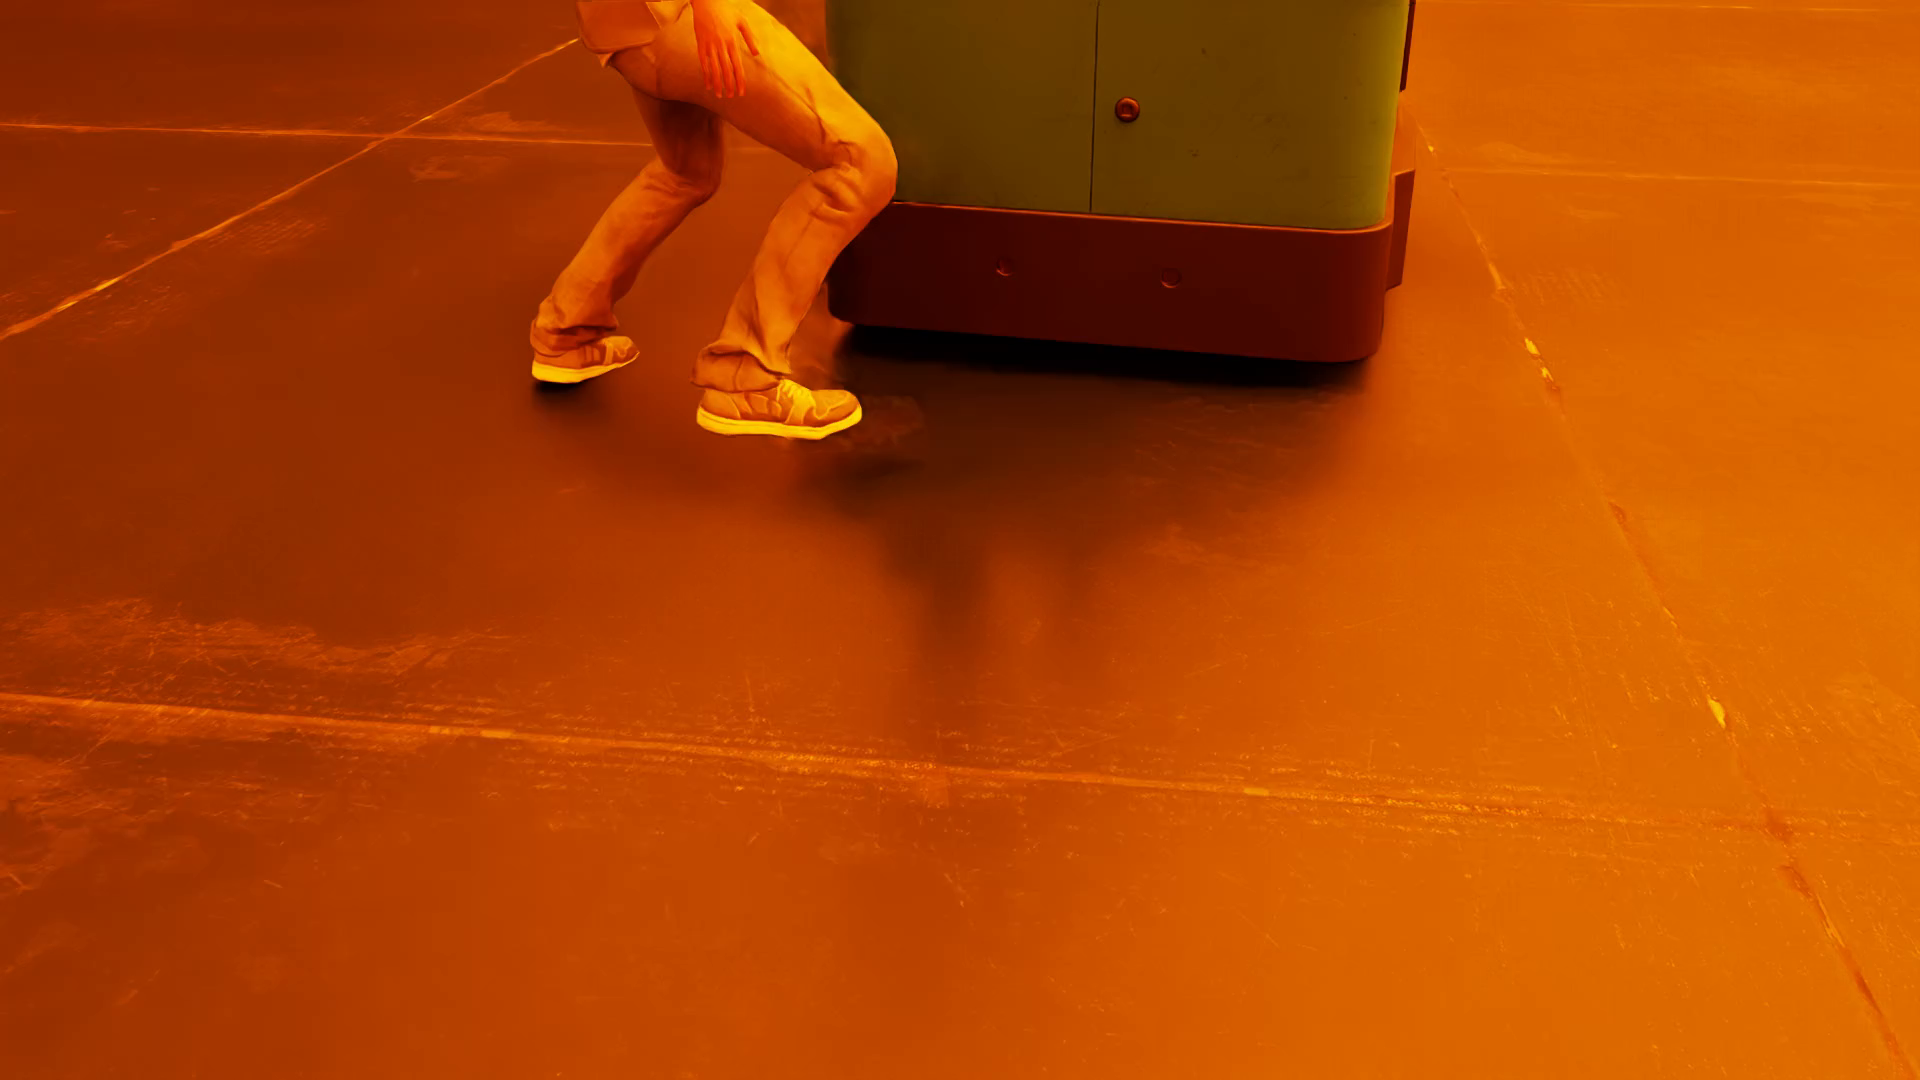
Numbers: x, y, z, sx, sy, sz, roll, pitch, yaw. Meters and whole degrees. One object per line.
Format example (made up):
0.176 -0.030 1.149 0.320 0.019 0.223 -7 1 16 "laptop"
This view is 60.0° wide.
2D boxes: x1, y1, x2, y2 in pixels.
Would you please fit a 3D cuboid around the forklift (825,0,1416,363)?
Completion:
0.589 -2.265 3.758 1.130 2.935 3.031 6 27 12 "forklift"

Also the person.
-0.452 -0.881 2.651 0.614 1.483 0.814 -5 27 -10 "person"
